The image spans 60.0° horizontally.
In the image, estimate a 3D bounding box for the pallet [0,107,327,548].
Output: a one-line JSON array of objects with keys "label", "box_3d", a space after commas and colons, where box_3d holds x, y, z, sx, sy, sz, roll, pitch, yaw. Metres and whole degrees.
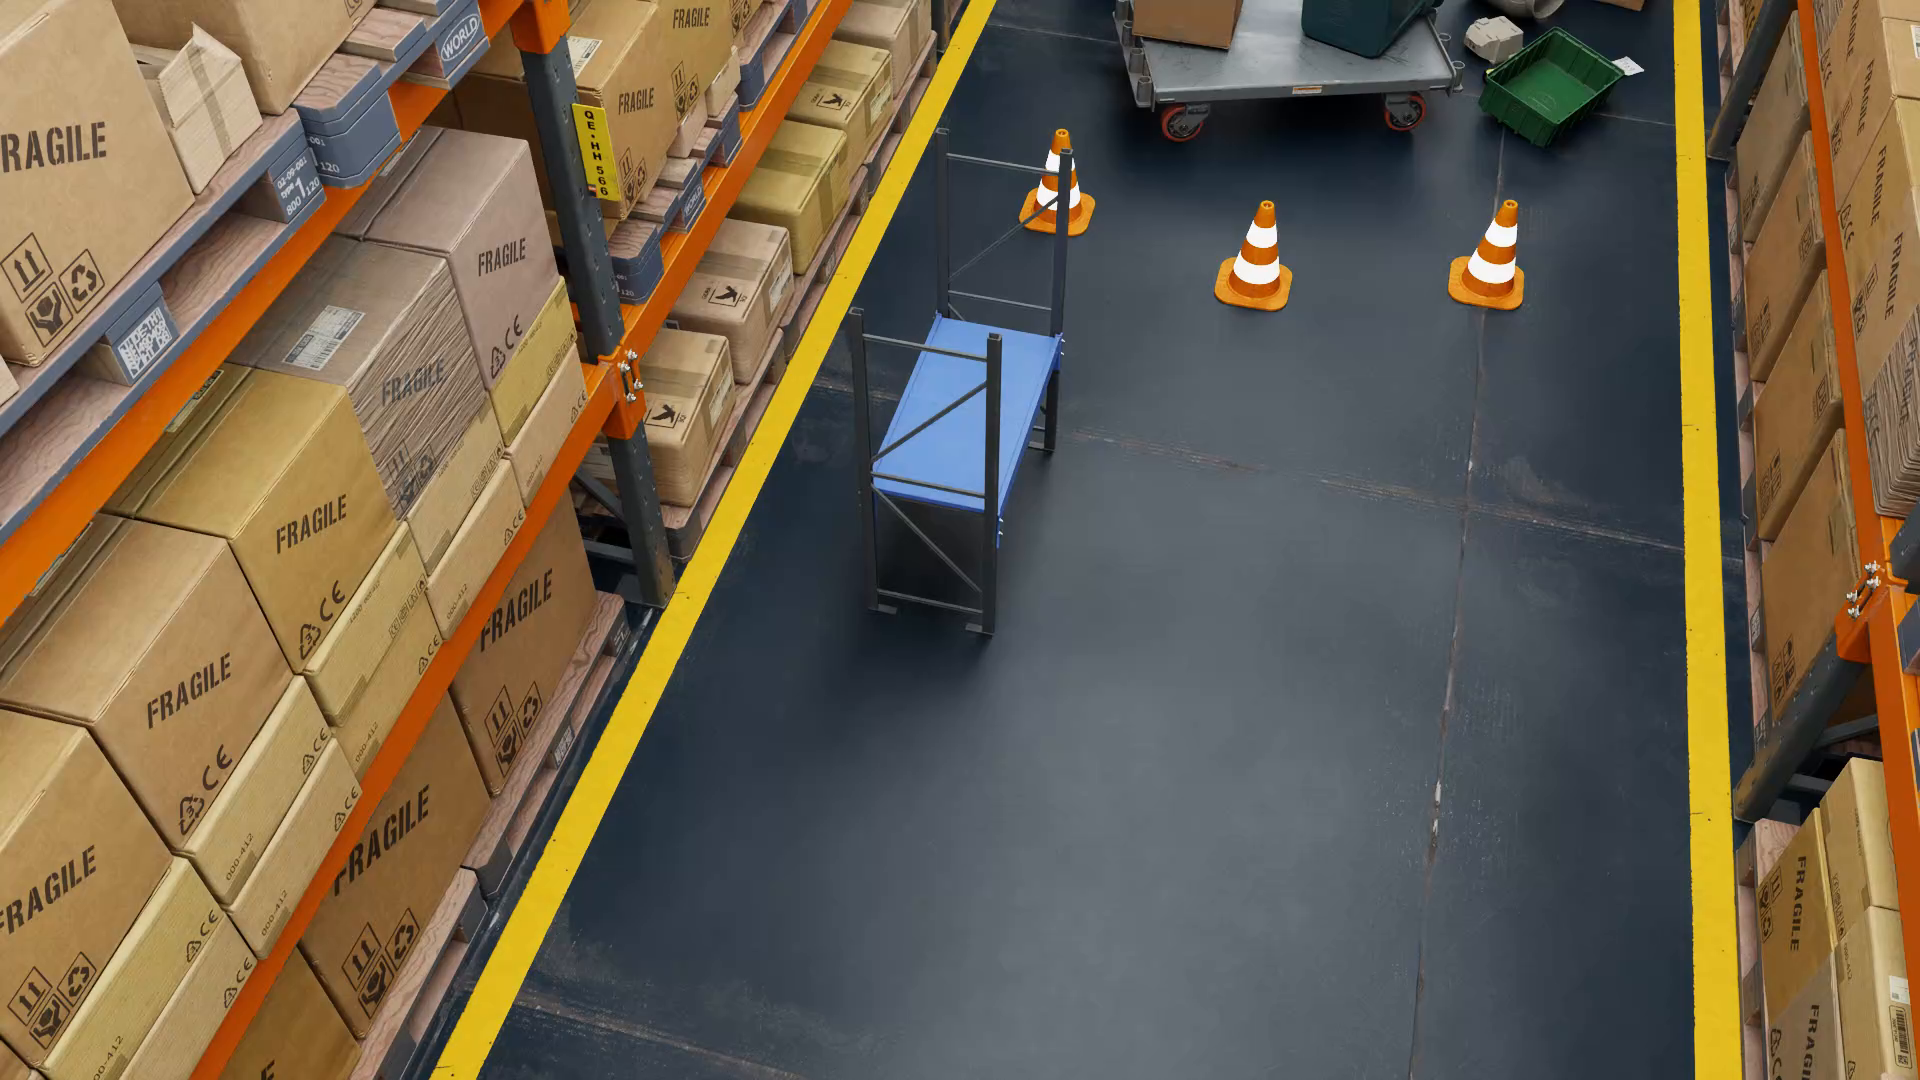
[{"label": "pallet", "box_3d": [-2.015, -0.507, 3.241, 1.003, 0.211, 1.213, 14, 50, 12]}]

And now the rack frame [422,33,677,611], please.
[{"label": "rack frame", "box_3d": [-1.605, -0.862, 5.429, 1.000, 3.000, 0.127, 12, 50, 10]}]

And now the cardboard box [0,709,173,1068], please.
[{"label": "cardboard box", "box_3d": [-2.023, 0.670, 3.343, 0.500, 0.500, 0.500, 10, 49, 9]}]

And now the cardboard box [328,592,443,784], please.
[{"label": "cardboard box", "box_3d": [-1.755, 0.338, 4.470, 0.500, 0.250, 0.500, 11, 50, 10]}]

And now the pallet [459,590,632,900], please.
[{"label": "pallet", "box_3d": [-1.885, 0.616, 5.984, 1.003, 0.211, 1.213, 12, 50, 10]}]

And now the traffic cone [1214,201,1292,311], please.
[{"label": "traffic cone", "box_3d": [1.360, -1.336, 7.539, 0.336, 0.463, 0.334, 12, 50, 10]}]

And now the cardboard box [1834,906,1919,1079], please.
[{"label": "cardboard box", "box_3d": [2.648, 1.299, 4.408, 0.500, 0.250, 0.500, 11, 49, 10]}]

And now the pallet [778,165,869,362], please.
[{"label": "pallet", "box_3d": [-1.075, -1.384, 7.750, 1.003, 0.211, 1.213, 12, 50, 10]}]

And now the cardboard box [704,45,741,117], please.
[{"label": "cardboard box", "box_3d": [-1.025, -1.698, 6.054, 0.380, 0.149, 0.250, 12, 50, 10]}]

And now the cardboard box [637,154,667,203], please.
[{"label": "cardboard box", "box_3d": [-1.234, -1.314, 5.716, 0.380, 0.149, 0.250, 9, 49, 8]}]

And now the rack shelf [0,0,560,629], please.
[{"label": "rack shelf", "box_3d": [-2.132, -0.170, 3.297, 1.077, 0.370, 4.000, 12, 50, 10]}]

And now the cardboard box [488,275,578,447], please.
[{"label": "cardboard box", "box_3d": [-1.488, -0.577, 4.944, 0.500, 0.250, 0.500, 11, 50, 10]}]

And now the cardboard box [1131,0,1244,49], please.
[{"label": "cardboard box", "box_3d": [1.173, -2.849, 8.345, 0.500, 0.500, 0.500, 12, 50, 10]}]

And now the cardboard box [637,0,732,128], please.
[{"label": "cardboard box", "box_3d": [-1.133, -1.791, 5.704, 0.500, 0.500, 0.500, 14, 50, 12]}]

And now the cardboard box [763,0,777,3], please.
[{"label": "cardboard box", "box_3d": [-0.868, -2.276, 6.564, 0.380, 0.149, 0.250, 13, 50, 11]}]

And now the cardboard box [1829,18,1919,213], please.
[{"label": "cardboard box", "box_3d": [3.451, -1.464, 5.894, 0.500, 0.500, 0.500, 12, 50, 11]}]

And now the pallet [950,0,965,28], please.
[{"label": "pallet", "box_3d": [-0.410, -3.325, 9.463, 1.003, 0.211, 1.213, 12, 50, 10]}]

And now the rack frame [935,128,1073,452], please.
[{"label": "rack frame", "box_3d": [0.156, -0.926, 6.486, 0.500, 1.500, 0.032, 12, 50, 10]}]

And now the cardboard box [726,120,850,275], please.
[{"label": "cardboard box", "box_3d": [-1.055, -1.621, 7.571, 0.950, 0.372, 0.625, 13, 50, 11]}]

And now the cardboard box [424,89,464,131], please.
[{"label": "cardboard box", "box_3d": [-1.754, -1.516, 5.461, 0.500, 0.500, 0.500, 10, 49, 9]}]

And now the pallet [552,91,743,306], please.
[{"label": "pallet", "box_3d": [-1.520, -1.335, 5.975, 1.213, 0.211, 1.003, 12, 50, 10]}]

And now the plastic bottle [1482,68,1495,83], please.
[{"label": "plastic bottle", "box_3d": [2.866, -2.377, 8.726, 0.133, 0.061, 0.283, -11, 50, -10]}]

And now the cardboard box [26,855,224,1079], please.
[{"label": "cardboard box", "box_3d": [-2.002, 0.910, 3.631, 0.500, 0.250, 0.500, 12, 50, 11]}]

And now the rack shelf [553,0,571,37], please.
[{"label": "rack shelf", "box_3d": [-1.079, -3.063, 5.851, 1.077, 0.370, 4.000, 12, 50, 10]}]

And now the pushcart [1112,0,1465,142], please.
[{"label": "pushcart", "box_3d": [1.660, -2.474, 8.601, 1.648, 0.377, 0.936, -4, 49, -3]}]

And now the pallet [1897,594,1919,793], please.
[{"label": "pallet", "box_3d": [3.112, 0.642, 4.230, 1.213, 0.211, 1.003, 12, 50, 10]}]

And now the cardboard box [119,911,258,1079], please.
[{"label": "cardboard box", "box_3d": [-2.003, 1.072, 3.822, 0.500, 0.250, 0.500, 11, 50, 10]}]

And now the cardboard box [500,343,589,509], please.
[{"label": "cardboard box", "box_3d": [-1.488, -0.396, 5.117, 0.500, 0.250, 0.500, 10, 49, 9]}]

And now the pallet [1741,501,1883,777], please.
[{"label": "pallet", "box_3d": [3.477, 0.409, 6.167, 1.003, 0.211, 1.213, 12, 50, 10]}]

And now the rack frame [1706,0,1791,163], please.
[{"label": "rack frame", "box_3d": [4.250, -2.852, 7.185, 1.000, 3.000, 0.127, 12, 50, 10]}]

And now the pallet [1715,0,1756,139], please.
[{"label": "pallet", "box_3d": [4.525, -2.464, 8.702, 1.003, 0.211, 1.213, 12, 50, 10]}]

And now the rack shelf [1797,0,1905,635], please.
[{"label": "rack shelf", "box_3d": [3.723, -1.167, 6.178, 1.077, 0.370, 4.000, 12, 50, 10]}]

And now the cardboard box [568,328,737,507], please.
[{"label": "cardboard box", "box_3d": [-1.447, -0.538, 6.616, 0.950, 0.372, 0.625, 9, 49, 7]}]

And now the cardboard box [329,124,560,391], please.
[{"label": "cardboard box", "box_3d": [-1.489, -0.801, 4.641, 0.500, 0.500, 0.500, 10, 49, 9]}]

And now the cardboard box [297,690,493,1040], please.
[{"label": "cardboard box", "box_3d": [-2.106, 0.829, 5.073, 0.875, 0.875, 0.875, 12, 50, 10]}]

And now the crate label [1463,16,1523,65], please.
[{"label": "crate label", "box_3d": [2.880, -2.704, 8.964, 0.298, 0.136, 0.250, -19, 51, -16]}]

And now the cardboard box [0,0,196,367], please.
[{"label": "cardboard box", "box_3d": [-1.789, -0.695, 2.934, 0.500, 0.500, 0.500, 12, 50, 10]}]

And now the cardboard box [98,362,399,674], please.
[{"label": "cardboard box", "box_3d": [-1.753, -0.070, 3.996, 0.500, 0.500, 0.500, 12, 50, 10]}]

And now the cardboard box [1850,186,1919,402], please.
[{"label": "cardboard box", "box_3d": [3.189, -0.731, 5.247, 0.500, 0.500, 0.500, 12, 50, 10]}]

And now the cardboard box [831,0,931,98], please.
[{"label": "cardboard box", "box_3d": [-0.688, -2.645, 8.475, 0.950, 0.372, 0.625, 12, 50, 11]}]

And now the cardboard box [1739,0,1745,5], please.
[{"label": "cardboard box", "box_3d": [4.716, -3.381, 8.790, 0.875, 0.875, 0.875, 12, 50, 10]}]

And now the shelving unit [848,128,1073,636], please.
[{"label": "shelving unit", "box_3d": [0.022, -0.558, 6.161, 0.538, 1.500, 1.048, 12, 50, 10]}]

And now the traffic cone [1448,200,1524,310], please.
[{"label": "traffic cone", "box_3d": [2.440, -1.340, 7.543, 0.336, 0.463, 0.334, 12, 50, 10]}]

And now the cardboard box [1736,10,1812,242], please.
[{"label": "cardboard box", "box_3d": [4.173, -1.780, 7.459, 1.050, 0.750, 0.750, 11, 50, 10]}]

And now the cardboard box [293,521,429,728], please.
[{"label": "cardboard box", "box_3d": [-1.734, 0.168, 4.286, 0.500, 0.250, 0.500, 10, 49, 9]}]

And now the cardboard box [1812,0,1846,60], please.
[{"label": "cardboard box", "box_3d": [3.719, -2.192, 6.536, 0.500, 0.500, 0.500, 12, 50, 10]}]

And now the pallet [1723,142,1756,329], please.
[{"label": "pallet", "box_3d": [4.119, -1.356, 7.725, 1.003, 0.211, 1.213, 12, 50, 10]}]

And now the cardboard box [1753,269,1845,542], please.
[{"label": "cardboard box", "box_3d": [3.671, -0.409, 6.249, 1.050, 0.750, 0.750, 12, 50, 11]}]

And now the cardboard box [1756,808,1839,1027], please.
[{"label": "cardboard box", "box_3d": [2.765, 1.191, 5.004, 0.500, 0.500, 0.500, 10, 49, 8]}]

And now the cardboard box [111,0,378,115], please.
[{"label": "cardboard box", "box_3d": [-1.683, -1.273, 3.444, 0.700, 0.500, 0.500, 9, 49, 8]}]
